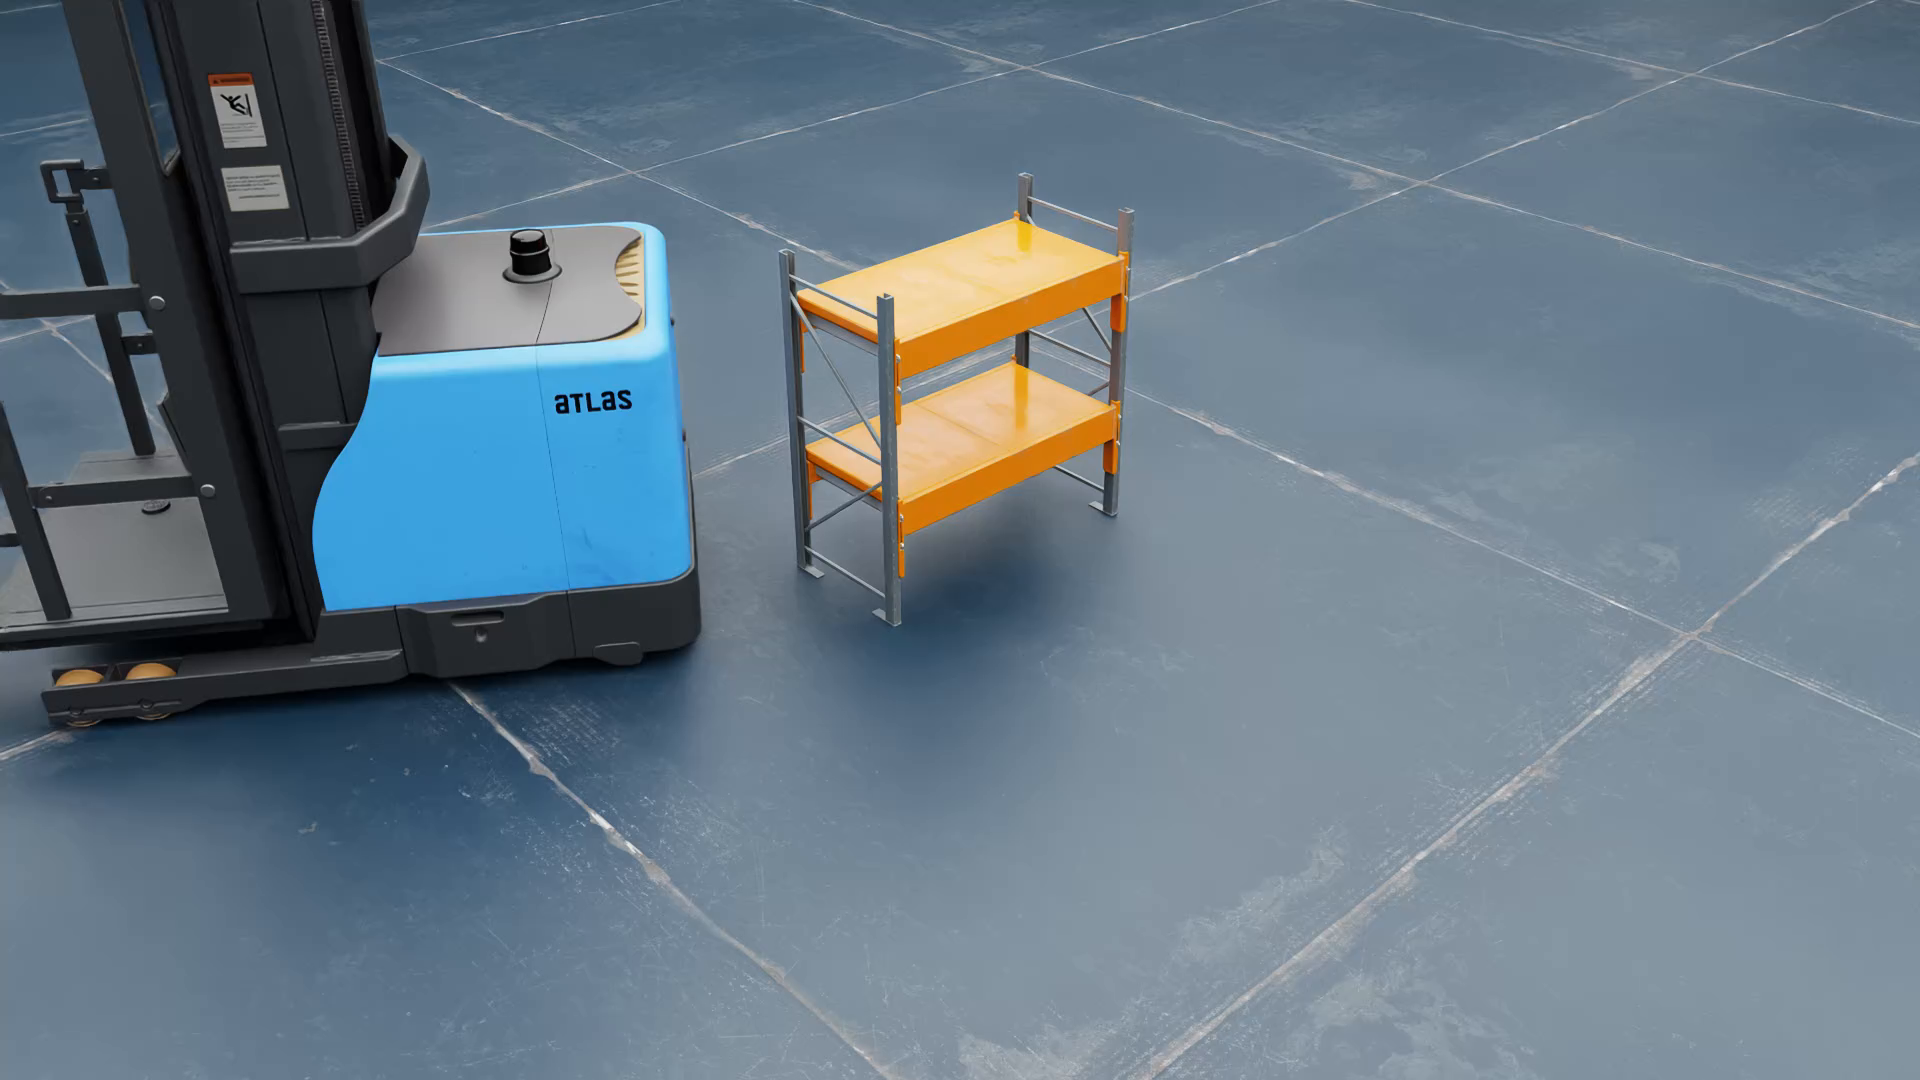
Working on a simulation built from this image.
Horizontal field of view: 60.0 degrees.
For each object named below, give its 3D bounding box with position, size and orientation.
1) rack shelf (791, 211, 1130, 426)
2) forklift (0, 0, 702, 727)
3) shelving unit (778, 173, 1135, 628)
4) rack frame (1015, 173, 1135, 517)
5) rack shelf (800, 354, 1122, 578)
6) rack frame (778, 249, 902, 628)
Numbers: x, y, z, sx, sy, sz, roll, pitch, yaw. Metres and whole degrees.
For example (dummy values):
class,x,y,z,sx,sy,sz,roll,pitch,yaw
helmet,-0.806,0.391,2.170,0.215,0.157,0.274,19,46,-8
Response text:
class,x,y,z,sx,sy,sz,roll,pitch,yaw
rack shelf,0.005,-0.732,5.308,1.000,0.278,0.538,-26,40,-35
forklift,-2.367,-1.002,4.579,3.031,2.935,1.130,-5,32,-8
shelving unit,0.005,-0.482,5.460,1.048,1.125,0.538,-26,40,-35
rack frame,0.378,-0.663,5.755,0.032,1.125,0.500,-26,40,-35
rack shelf,0.005,-0.274,5.588,1.000,0.278,0.538,-26,40,-35
rack frame,-0.368,-0.302,5.166,0.032,1.125,0.500,-26,40,-35
